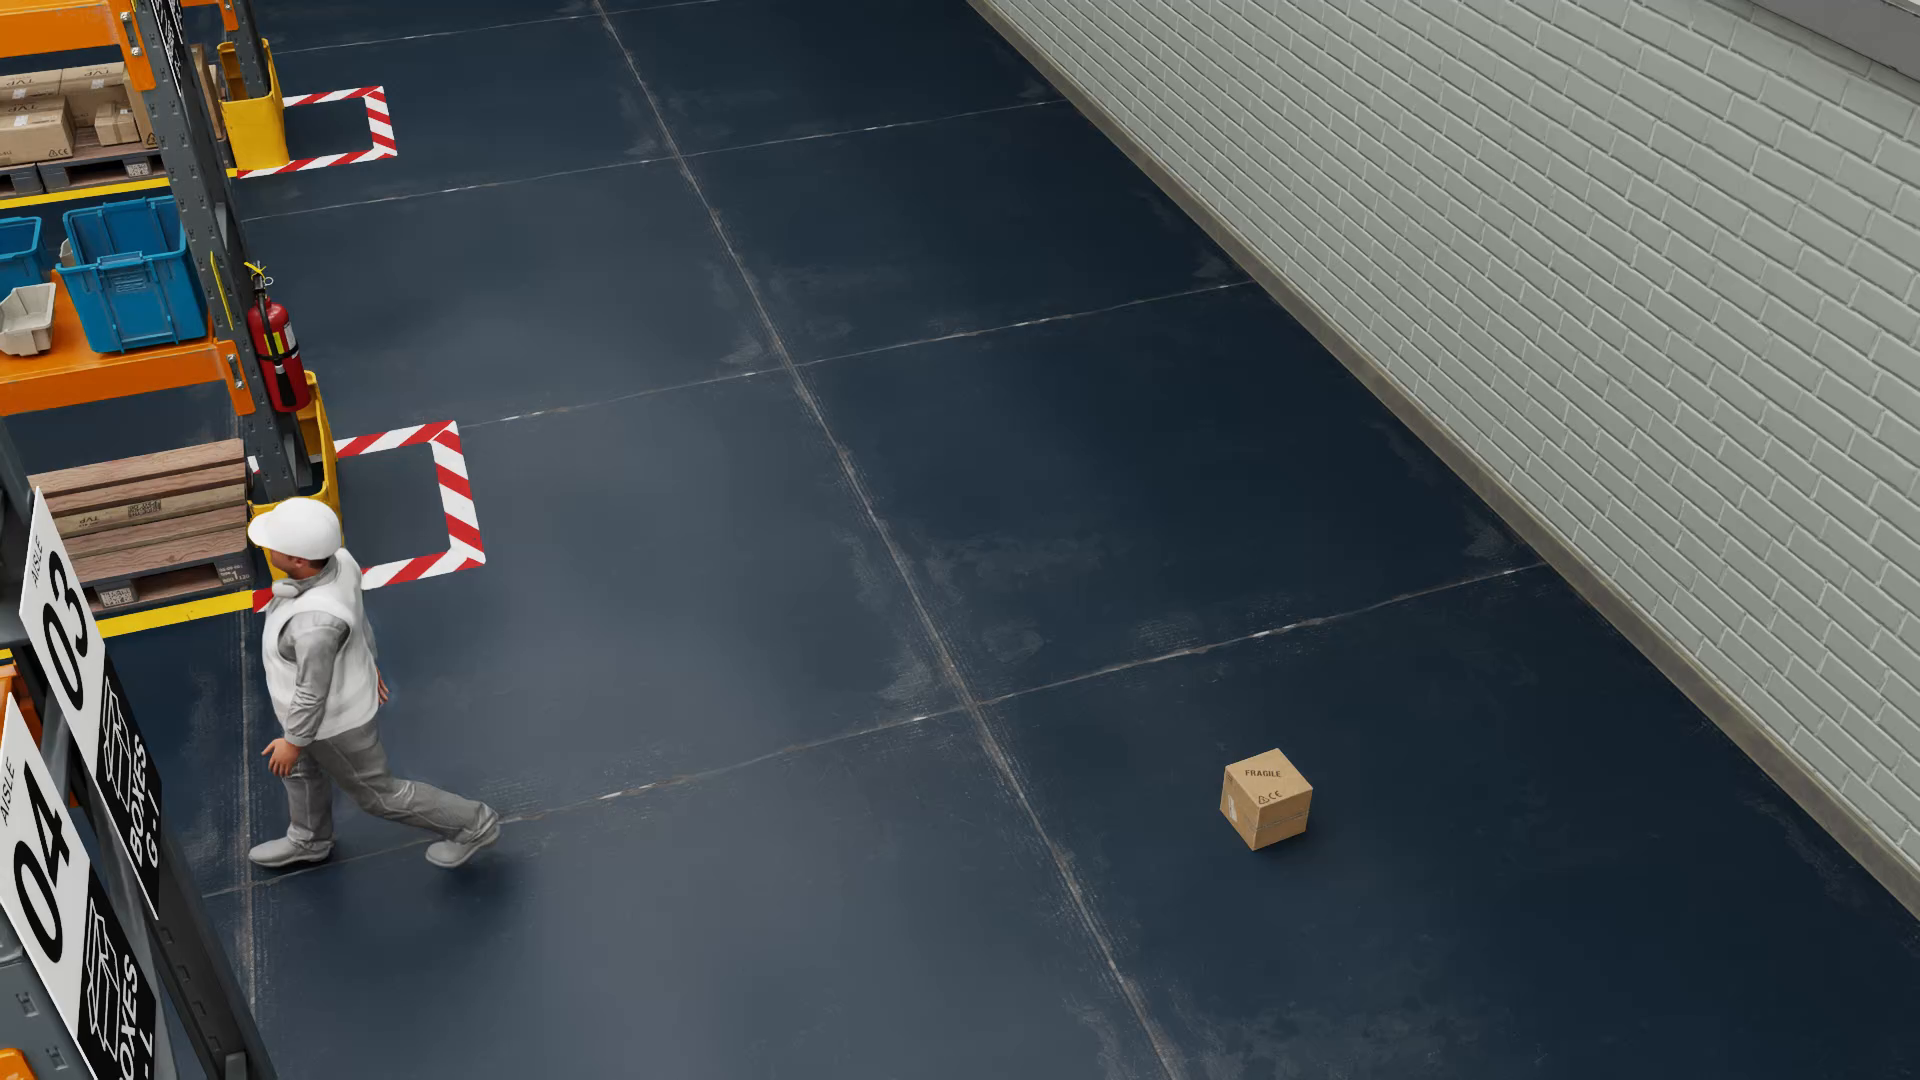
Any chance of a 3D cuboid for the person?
[{"bbox_3d":[-2.279,0.579,6.011,0.970,1.736,0.538,-9,38,-12],"label":"person"}]
